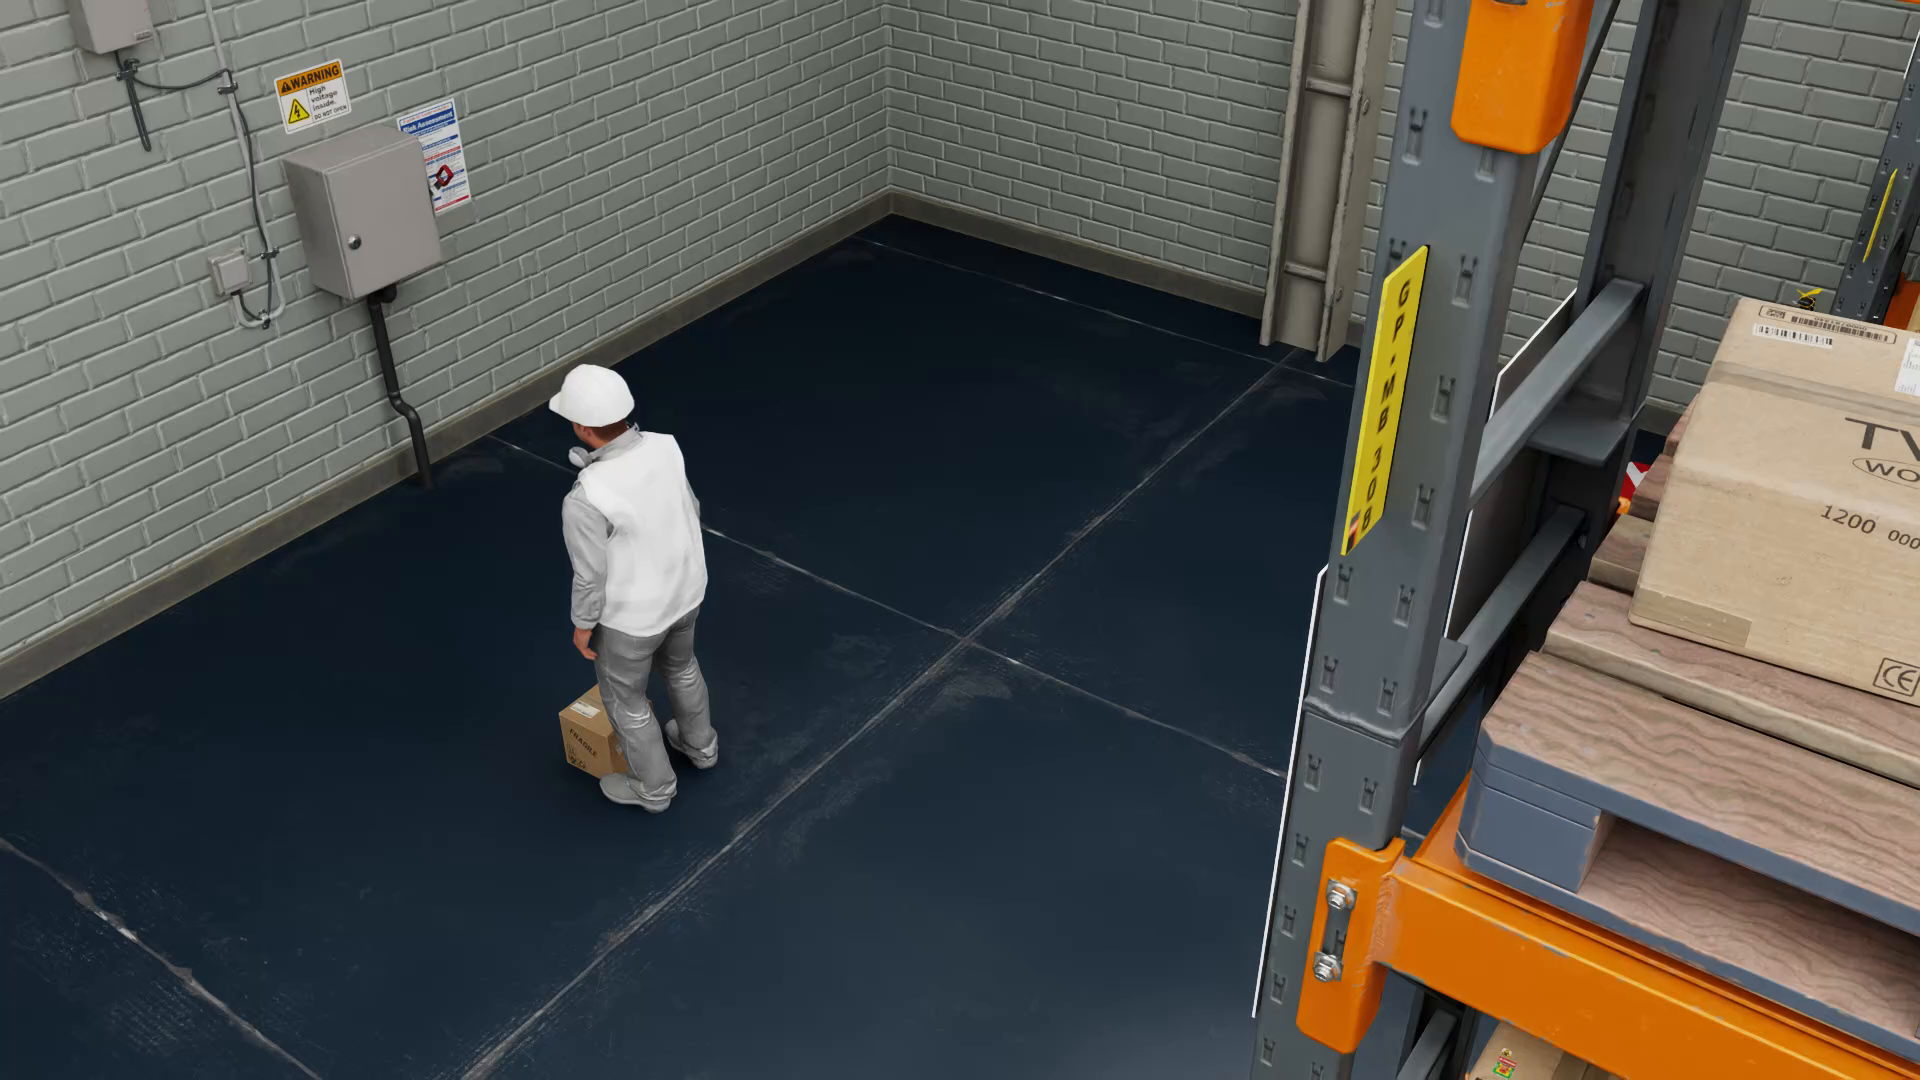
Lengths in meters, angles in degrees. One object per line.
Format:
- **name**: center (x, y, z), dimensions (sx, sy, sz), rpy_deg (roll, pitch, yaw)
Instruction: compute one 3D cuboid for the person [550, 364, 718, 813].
- **person**: center (-1.132, 0.187, 5.846), dimensions (0.462, 1.772, 0.580), rpy_deg (21, 40, 28)
